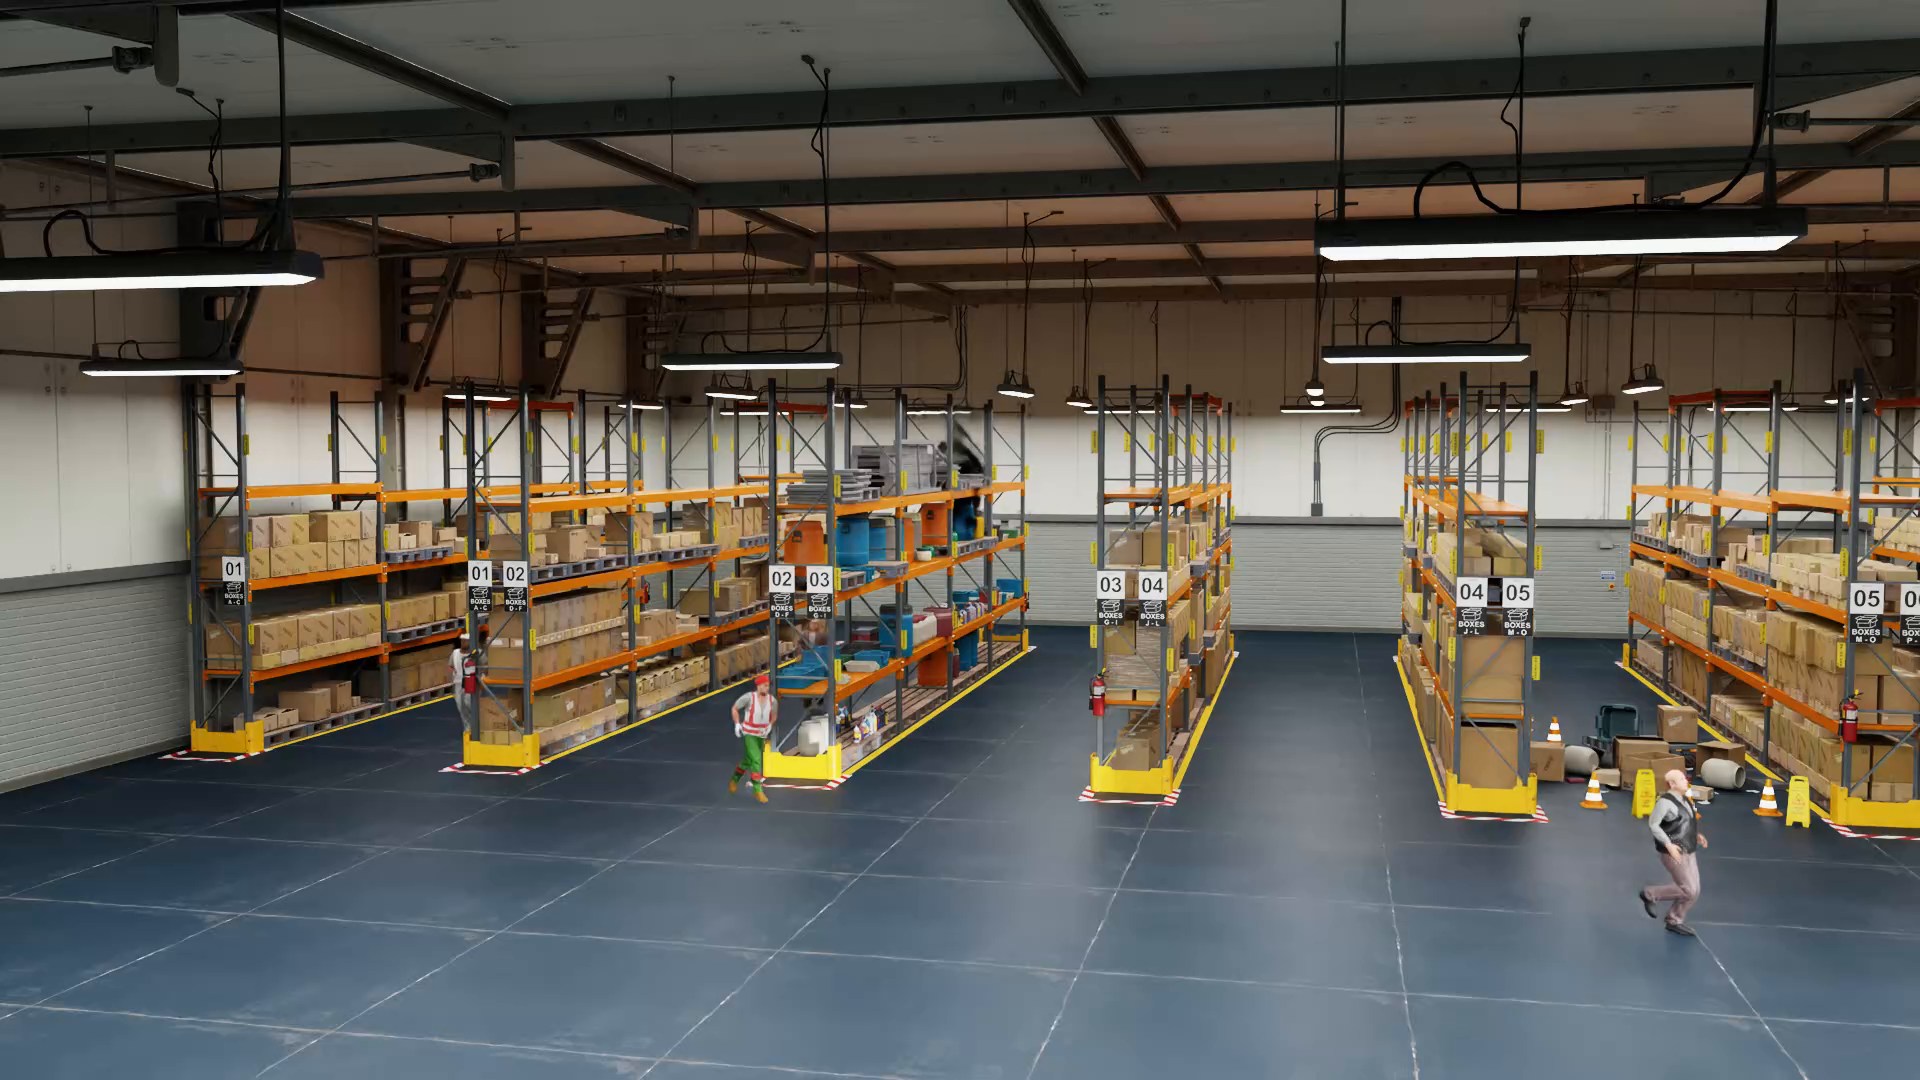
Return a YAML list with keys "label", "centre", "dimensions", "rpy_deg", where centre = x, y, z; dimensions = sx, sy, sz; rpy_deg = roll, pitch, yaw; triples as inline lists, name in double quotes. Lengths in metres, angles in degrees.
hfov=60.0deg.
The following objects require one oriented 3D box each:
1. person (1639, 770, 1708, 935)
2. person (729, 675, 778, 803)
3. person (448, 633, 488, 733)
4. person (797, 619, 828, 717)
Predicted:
- label: "person"
  centre: [7.330, 3.196, 17.067]
  dimensions: [0.660, 1.683, 0.585]
  rpy_deg: [-3, 4, -42]
- label: "person"
  centre: [-2.920, 2.771, 23.613]
  dimensions: [0.659, 1.747, 0.970]
  rpy_deg: [-3, 4, -38]
- label: "person"
  centre: [-8.553, 2.480, 28.753]
  dimensions: [0.664, 1.739, 0.592]
  rpy_deg: [0, 3, 4]
- label: "person"
  centre: [-2.717, 2.356, 30.861]
  dimensions: [0.675, 1.846, 0.829]
  rpy_deg: [0, 3, 4]
